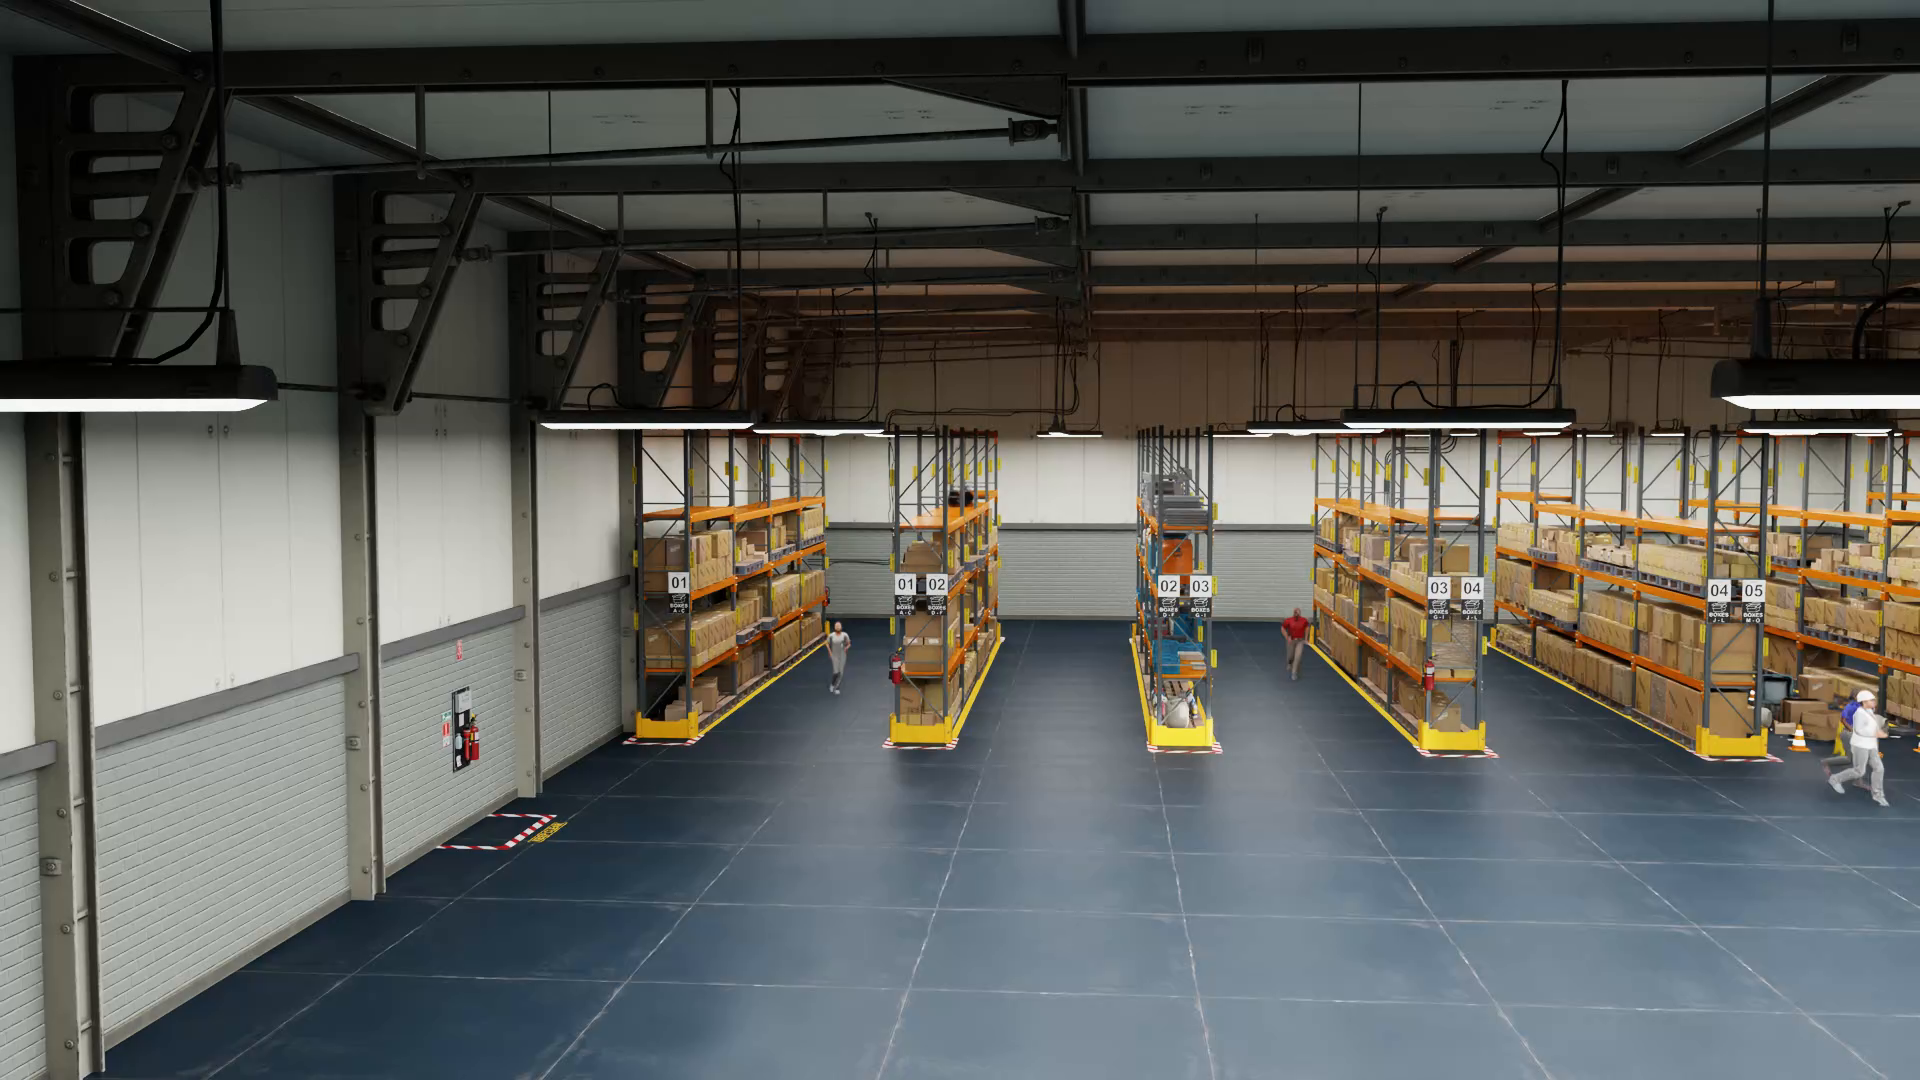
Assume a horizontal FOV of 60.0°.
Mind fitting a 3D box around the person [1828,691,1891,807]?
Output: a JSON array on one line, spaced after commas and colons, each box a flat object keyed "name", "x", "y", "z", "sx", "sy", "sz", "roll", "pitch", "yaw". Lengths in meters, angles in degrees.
[{"name": "person", "x": 14.239, "y": 3.279, "z": 26.254, "sx": 0.895, "sy": 1.820, "sz": 0.690, "roll": 3, "pitch": 5, "yaw": 45}]

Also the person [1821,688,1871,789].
[{"name": "person", "x": 14.731, "y": 3.267, "z": 27.577, "sx": 0.777, "sy": 1.639, "sz": 0.600, "roll": 3, "pitch": 5, "yaw": 42}]

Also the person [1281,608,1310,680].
[{"name": "person", "x": 8.097, "y": 2.478, "z": 40.136, "sx": 0.688, "sy": 1.715, "sz": 0.831, "roll": 0, "pitch": 3, "yaw": 3}]

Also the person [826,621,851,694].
[{"name": "person", "x": -2.690, "y": 2.624, "z": 36.977, "sx": 0.551, "sy": 1.635, "sz": 0.557, "roll": -1, "pitch": 3, "yaw": -11}]
